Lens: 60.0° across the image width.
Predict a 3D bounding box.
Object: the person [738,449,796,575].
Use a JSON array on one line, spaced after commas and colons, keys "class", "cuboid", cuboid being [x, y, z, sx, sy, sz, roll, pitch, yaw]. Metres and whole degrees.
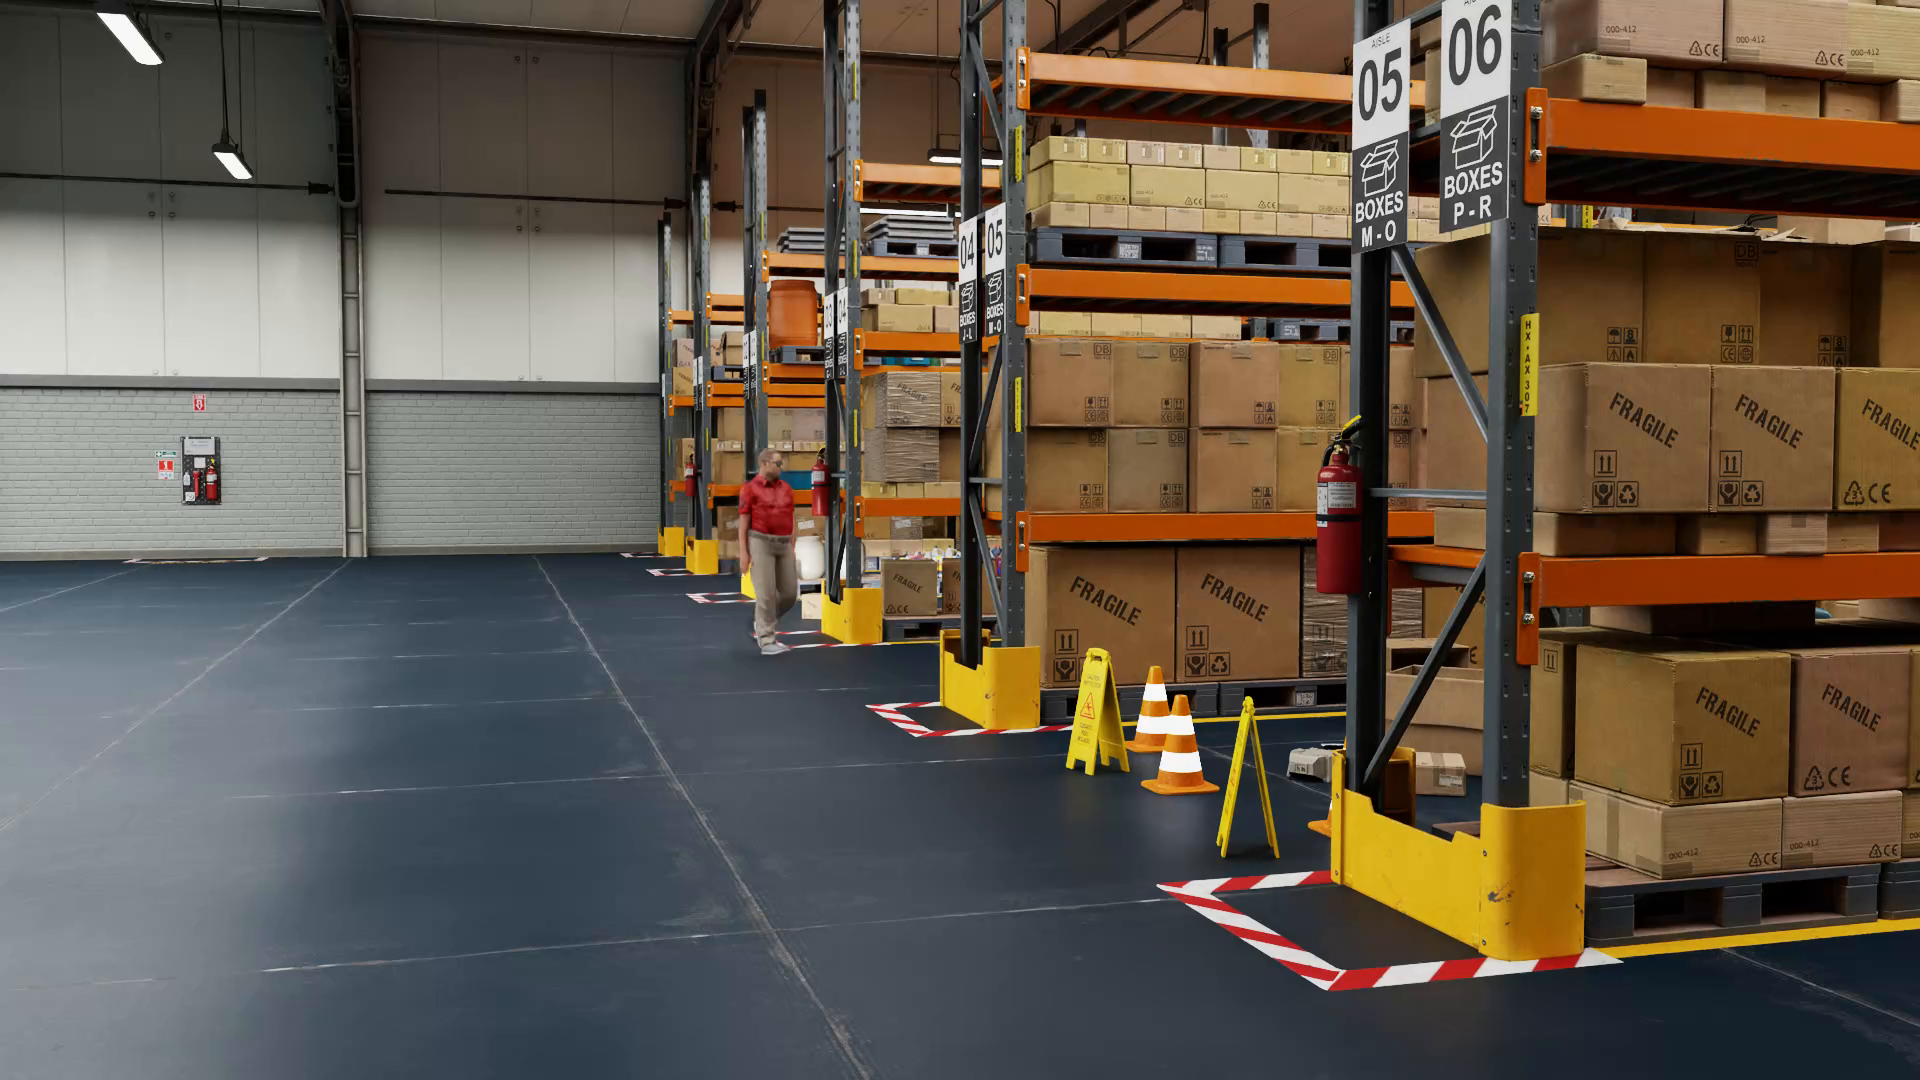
[{"class": "person", "cuboid": [-1.592, -0.238, 13.875, 0.568, 1.039, 0.337, -2, 3, -40]}]
